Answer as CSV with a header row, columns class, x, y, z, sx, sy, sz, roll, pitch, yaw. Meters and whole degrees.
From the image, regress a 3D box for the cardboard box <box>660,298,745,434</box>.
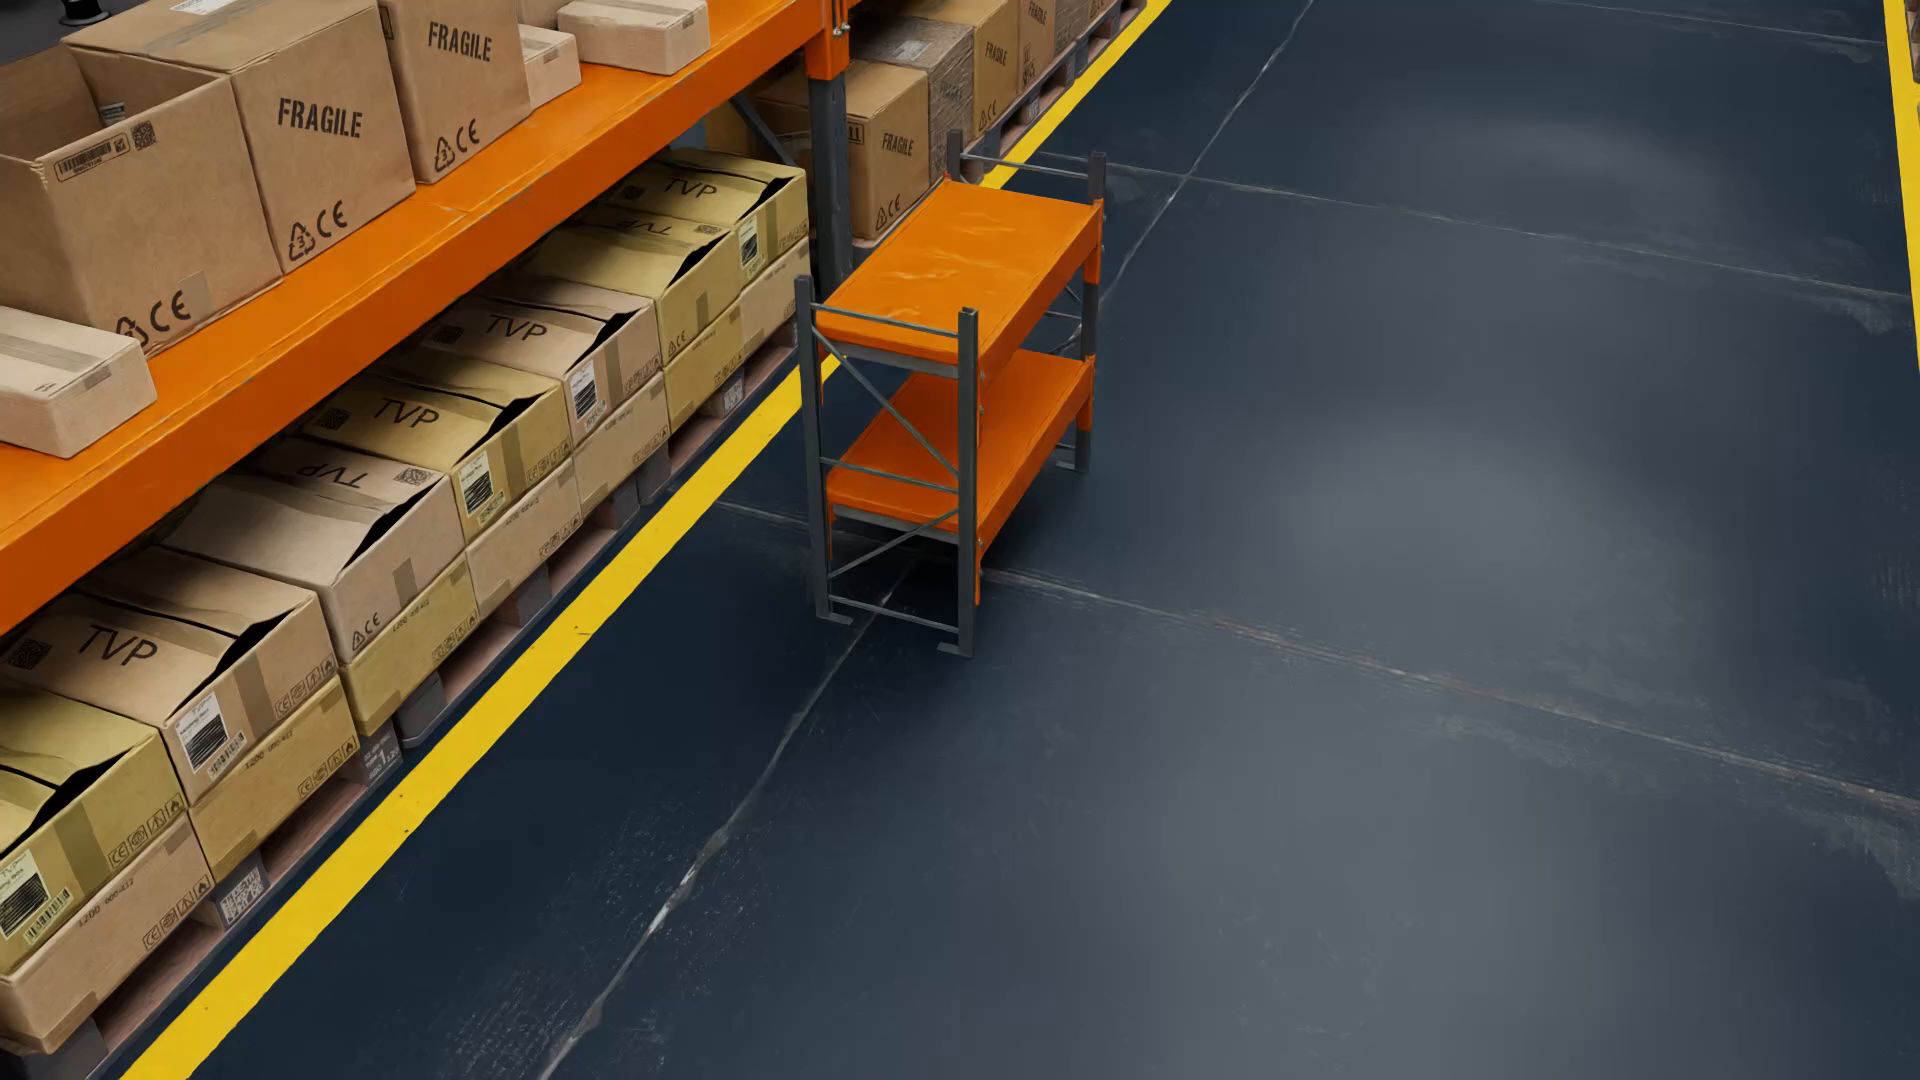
class,x,y,z,sx,sy,sz,roll,pitch,yaw
cardboard box,-1.061,-0.631,5.535,0.500,0.250,0.500,13,39,17

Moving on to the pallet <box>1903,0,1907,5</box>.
class,x,y,z,sx,sy,sz,roll,pitch,yaw
pallet,5.914,-3.259,9.433,1.003,0.211,1.213,14,39,18

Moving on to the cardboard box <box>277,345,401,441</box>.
class,x,y,z,sx,sy,sz,roll,pitch,yaw
cardboard box,-1.948,-0.407,4.766,0.500,0.311,0.500,13,39,17

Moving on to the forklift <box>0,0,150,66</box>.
class,x,y,z,sx,sy,sz,roll,pitch,yaw
forklift,-4.077,-2.436,6.061,3.031,2.935,1.130,17,40,22

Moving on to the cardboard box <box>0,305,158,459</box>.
class,x,y,z,sx,sy,sz,roll,pitch,yaw
cardboard box,-1.889,-0.326,3.391,0.380,0.149,0.250,14,39,18

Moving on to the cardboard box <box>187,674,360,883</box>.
class,x,y,z,sx,sy,sz,roll,pitch,yaw
cardboard box,-1.837,0.501,4.021,0.500,0.250,0.500,15,39,19

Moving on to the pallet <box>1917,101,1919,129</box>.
class,x,y,z,sx,sy,sz,roll,pitch,yaw
pallet,4.875,-1.747,7.411,1.003,0.211,1.213,14,39,18

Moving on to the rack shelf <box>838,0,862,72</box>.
class,x,y,z,sx,sy,sz,roll,pitch,yaw
rack shelf,-0.133,-3.017,7.381,1.077,0.370,4.000,14,39,18

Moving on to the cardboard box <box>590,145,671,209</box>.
class,x,y,z,sx,sy,sz,roll,pitch,yaw
cardboard box,-1.365,-1.266,5.916,0.500,0.311,0.500,15,39,19

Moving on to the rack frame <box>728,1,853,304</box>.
class,x,y,z,sx,sy,sz,roll,pitch,yaw
rack frame,-0.894,-2.198,5.685,1.000,3.000,0.127,14,39,18

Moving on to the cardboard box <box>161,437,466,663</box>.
class,x,y,z,sx,sy,sz,roll,pitch,yaw
cardboard box,-1.637,-0.009,4.234,0.500,0.311,0.500,13,39,16

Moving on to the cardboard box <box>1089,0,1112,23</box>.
class,x,y,z,sx,sy,sz,roll,pitch,yaw
cardboard box,0.510,-2.977,8.448,0.500,0.500,0.500,14,39,18

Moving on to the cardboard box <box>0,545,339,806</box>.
class,x,y,z,sx,sy,sz,roll,pitch,yaw
cardboard box,-1.833,0.278,3.851,0.500,0.311,0.500,13,39,17

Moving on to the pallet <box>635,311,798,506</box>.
class,x,y,z,sx,sy,sz,roll,pitch,yaw
pallet,-1.243,-0.634,5.922,1.003,0.211,1.213,14,39,18

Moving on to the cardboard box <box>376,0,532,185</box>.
class,x,y,z,sx,sy,sz,roll,pitch,yaw
cardboard box,-1.517,-1.305,4.407,0.500,0.500,0.500,12,38,15

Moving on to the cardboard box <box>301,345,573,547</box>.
class,x,y,z,sx,sy,sz,roll,pitch,yaw
cardboard box,-1.444,-0.298,4.621,0.500,0.311,0.500,15,39,19

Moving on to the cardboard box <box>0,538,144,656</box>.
class,x,y,z,sx,sy,sz,roll,pitch,yaw
cardboard box,-2.335,0.147,4.026,0.500,0.311,0.500,15,39,19

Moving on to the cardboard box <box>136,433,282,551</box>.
class,x,y,z,sx,sy,sz,roll,pitch,yaw
cardboard box,-2.142,-0.129,4.395,0.500,0.311,0.500,14,39,18

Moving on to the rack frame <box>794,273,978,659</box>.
class,x,y,z,sx,sy,sz,roll,pitch,yaw
rack frame,-0.191,-0.173,4.542,0.500,1.125,0.032,14,39,18

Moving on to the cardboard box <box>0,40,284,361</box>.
class,x,y,z,sx,sy,sz,roll,pitch,yaw
cardboard box,-1.908,-0.736,3.646,0.500,0.500,0.500,17,40,21

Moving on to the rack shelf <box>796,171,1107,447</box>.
class,x,y,z,sx,sy,sz,roll,pitch,yaw
rack shelf,0.003,-0.689,4.743,0.538,0.278,1.000,14,39,18

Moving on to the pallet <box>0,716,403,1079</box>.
class,x,y,z,sx,sy,sz,roll,pitch,yaw
pallet,-2.171,0.717,4.114,1.003,0.211,1.213,14,39,18

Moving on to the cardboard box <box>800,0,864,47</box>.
class,x,y,z,sx,sy,sz,roll,pitch,yaw
cardboard box,-0.737,-2.276,6.884,0.500,0.250,0.500,15,39,19

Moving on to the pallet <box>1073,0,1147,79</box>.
class,x,y,z,sx,sy,sz,roll,pitch,yaw
pallet,0.354,-2.836,8.868,1.003,0.211,1.213,14,39,18

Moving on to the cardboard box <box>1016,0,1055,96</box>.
class,x,y,z,sx,sy,sz,roll,pitch,yaw
cardboard box,0.127,-2.417,7.699,0.500,0.500,0.500,13,39,16

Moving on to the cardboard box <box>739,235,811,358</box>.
class,x,y,z,sx,sy,sz,roll,pitch,yaw
cardboard box,-0.868,-0.918,5.918,0.500,0.250,0.500,15,39,19

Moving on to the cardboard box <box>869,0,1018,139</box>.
class,x,y,z,sx,sy,sz,roll,pitch,yaw
cardboard box,-0.067,-2.127,7.311,0.500,0.500,0.500,13,39,17

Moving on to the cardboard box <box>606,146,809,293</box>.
class,x,y,z,sx,sy,sz,roll,pitch,yaw
cardboard box,-0.865,-1.143,5.751,0.500,0.311,0.500,15,39,19

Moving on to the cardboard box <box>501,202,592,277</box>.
class,x,y,z,sx,sy,sz,roll,pitch,yaw
cardboard box,-1.557,-0.973,5.524,0.500,0.311,0.500,13,39,17

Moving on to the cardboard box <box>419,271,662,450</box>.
class,x,y,z,sx,sy,sz,roll,pitch,yaw
cardboard box,-1.252,-0.575,4.991,0.500,0.311,0.500,14,39,17

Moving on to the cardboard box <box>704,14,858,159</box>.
class,x,y,z,sx,sy,sz,roll,pitch,yaw
cardboard box,-0.755,-1.944,7.066,0.500,0.500,0.500,15,39,20

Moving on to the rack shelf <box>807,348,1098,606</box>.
class,x,y,z,sx,sy,sz,roll,pitch,yaw
rack shelf,0.003,-0.258,5.065,0.538,0.278,1.000,14,39,18

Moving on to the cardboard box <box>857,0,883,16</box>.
class,x,y,z,sx,sy,sz,roll,pitch,yaw
cardboard box,-0.558,-2.230,7.449,0.500,0.500,0.500,12,39,16

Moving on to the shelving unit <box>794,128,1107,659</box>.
class,x,y,z,sx,sy,sz,roll,pitch,yaw
shelving unit,0.003,-0.454,4.918,0.538,1.125,1.048,14,39,18

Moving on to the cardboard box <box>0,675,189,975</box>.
class,x,y,z,sx,sy,sz,roll,pitch,yaw
cardboard box,-2.028,0.554,3.481,0.500,0.311,0.500,14,39,18

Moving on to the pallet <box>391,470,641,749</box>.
class,x,y,z,sx,sy,sz,roll,pitch,yaw
pallet,-1.709,0.039,5.021,1.003,0.211,1.213,14,39,18

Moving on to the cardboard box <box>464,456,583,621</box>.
class,x,y,z,sx,sy,sz,roll,pitch,yaw
cardboard box,-1.448,-0.068,4.782,0.500,0.250,0.500,15,39,19

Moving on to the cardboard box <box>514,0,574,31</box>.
class,x,y,z,sx,sy,sz,roll,pitch,yaw
cardboard box,-1.413,-1.711,5.108,0.500,0.311,0.500,13,39,17

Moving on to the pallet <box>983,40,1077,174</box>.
class,x,y,z,sx,sy,sz,roll,pitch,yaw
pallet,-0.109,-2.158,7.962,1.003,0.211,1.213,14,39,18

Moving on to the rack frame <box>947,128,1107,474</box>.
class,x,y,z,sx,sy,sz,roll,pitch,yaw
rack frame,0.196,-0.736,5.295,0.500,1.125,0.032,14,39,18

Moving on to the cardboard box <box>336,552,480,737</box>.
class,x,y,z,sx,sy,sz,roll,pitch,yaw
cardboard box,-1.643,0.213,4.405,0.500,0.250,0.500,13,39,16

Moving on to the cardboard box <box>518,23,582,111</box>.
class,x,y,z,sx,sy,sz,roll,pitch,yaw
cardboard box,-1.327,-1.378,4.798,0.380,0.149,0.250,17,40,21

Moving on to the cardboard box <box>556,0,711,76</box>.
class,x,y,z,sx,sy,sz,roll,pitch,yaw
cardboard box,-0.980,-1.536,5.009,0.380,0.149,0.250,14,39,18

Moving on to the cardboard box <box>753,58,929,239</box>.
class,x,y,z,sx,sy,sz,roll,pitch,yaw
cardboard box,-0.456,-1.559,6.551,0.500,0.500,0.500,15,39,20

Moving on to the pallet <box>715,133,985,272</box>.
class,x,y,z,sx,sy,sz,roll,pitch,yaw
pallet,-0.575,-1.485,7.061,1.003,0.211,1.213,14,39,18

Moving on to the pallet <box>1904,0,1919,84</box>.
class,x,y,z,sx,sy,sz,roll,pitch,yaw
pallet,5.451,-2.581,8.526,1.003,0.211,1.213,14,39,18

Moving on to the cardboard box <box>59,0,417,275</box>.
class,x,y,z,sx,sy,sz,roll,pitch,yaw
cardboard box,-1.717,-1.013,4.017,0.500,0.500,0.500,14,39,18

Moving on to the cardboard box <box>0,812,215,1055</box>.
class,x,y,z,sx,sy,sz,roll,pitch,yaw
cardboard box,-2.033,0.783,3.642,0.500,0.250,0.500,13,39,17

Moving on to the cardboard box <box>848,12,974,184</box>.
class,x,y,z,sx,sy,sz,roll,pitch,yaw
cardboard box,-0.262,-1.851,6.941,0.500,0.500,0.500,12,39,16

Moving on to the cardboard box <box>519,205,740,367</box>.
class,x,y,z,sx,sy,sz,roll,pitch,yaw
cardboard box,-1.057,-0.854,5.364,0.500,0.311,0.500,13,39,17

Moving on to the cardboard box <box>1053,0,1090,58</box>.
class,x,y,z,sx,sy,sz,roll,pitch,yaw
cardboard box,0.318,-2.699,8.076,0.500,0.500,0.500,14,39,18

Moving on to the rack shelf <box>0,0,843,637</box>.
class,x,y,z,sx,sy,sz,roll,pitch,yaw
rack shelf,-1.655,-0.802,4.418,1.077,0.370,4.000,14,39,18

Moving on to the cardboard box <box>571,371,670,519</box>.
class,x,y,z,sx,sy,sz,roll,pitch,yaw
cardboard box,-1.255,-0.354,5.164,0.500,0.250,0.500,15,39,19

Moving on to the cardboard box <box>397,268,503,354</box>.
class,x,y,z,sx,sy,sz,roll,pitch,yaw
cardboard box,-1.753,-0.691,5.147,0.500,0.311,0.500,13,39,17
